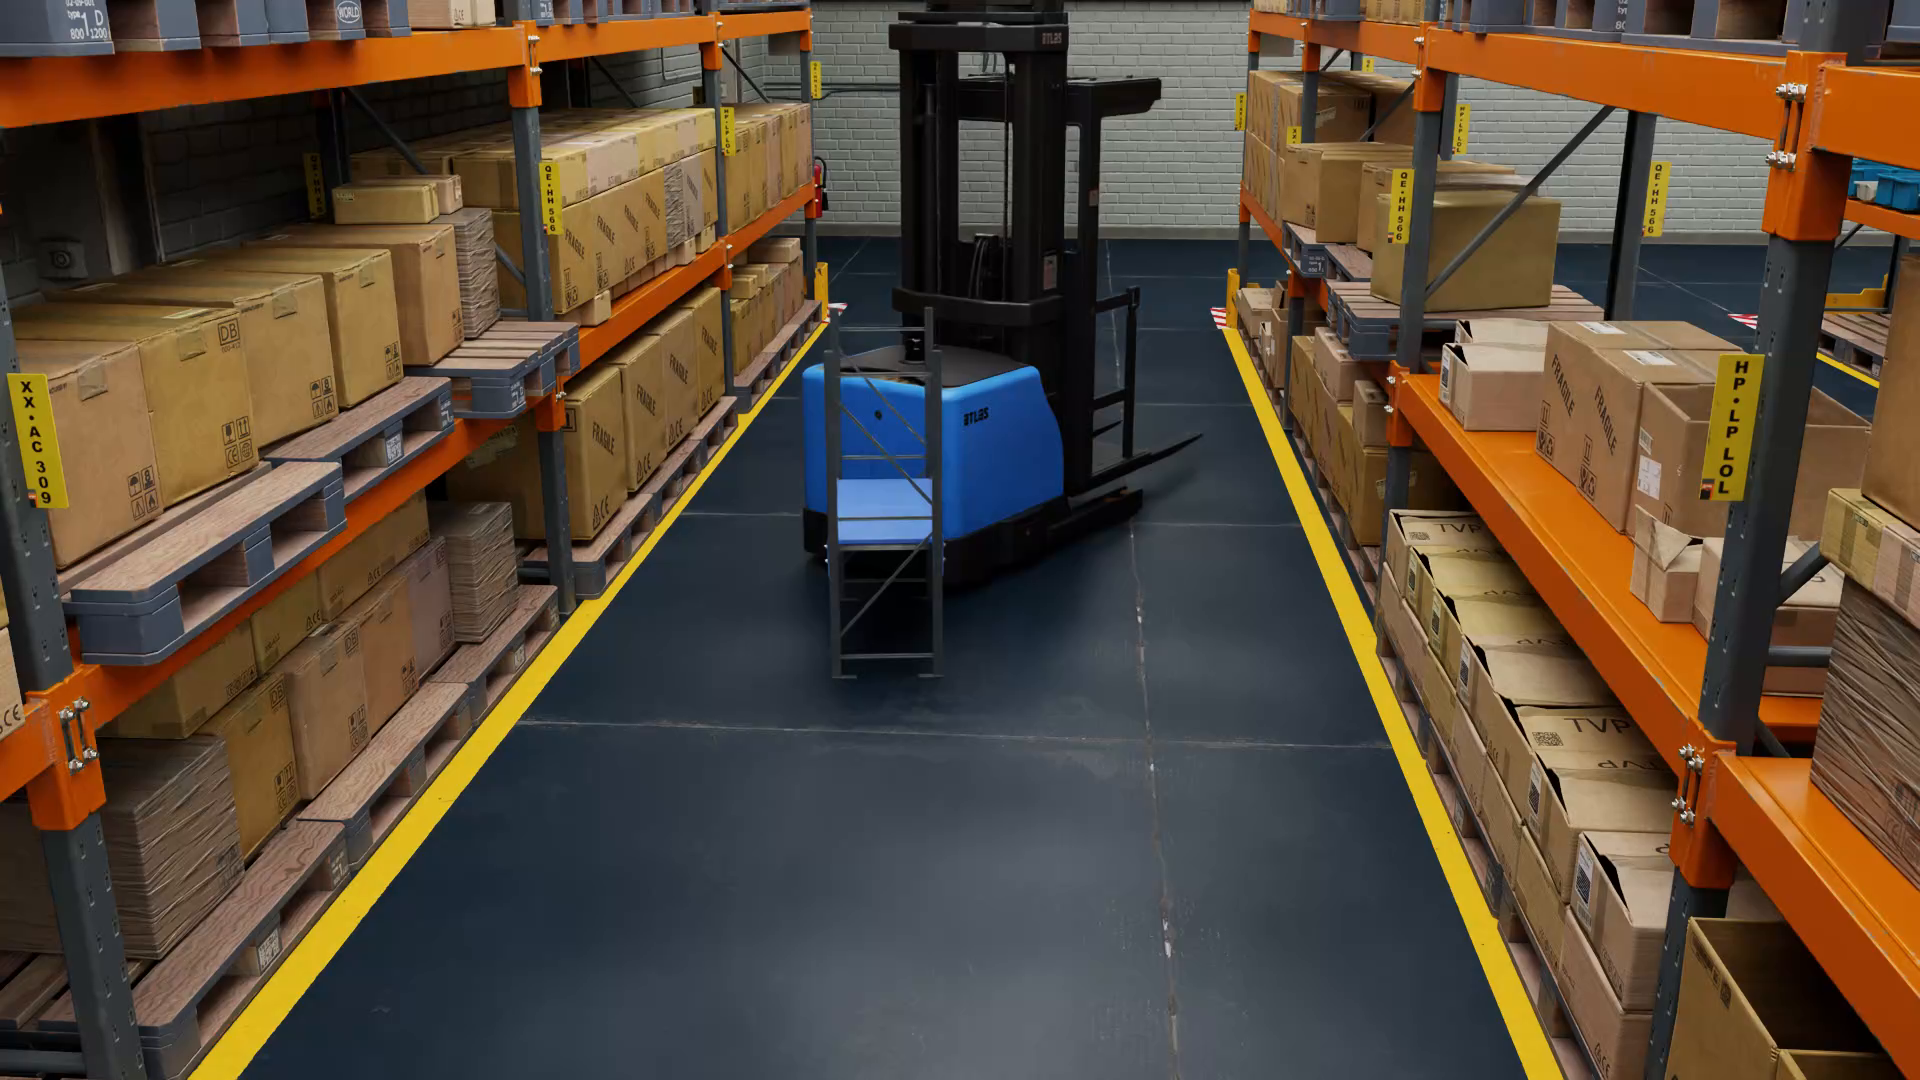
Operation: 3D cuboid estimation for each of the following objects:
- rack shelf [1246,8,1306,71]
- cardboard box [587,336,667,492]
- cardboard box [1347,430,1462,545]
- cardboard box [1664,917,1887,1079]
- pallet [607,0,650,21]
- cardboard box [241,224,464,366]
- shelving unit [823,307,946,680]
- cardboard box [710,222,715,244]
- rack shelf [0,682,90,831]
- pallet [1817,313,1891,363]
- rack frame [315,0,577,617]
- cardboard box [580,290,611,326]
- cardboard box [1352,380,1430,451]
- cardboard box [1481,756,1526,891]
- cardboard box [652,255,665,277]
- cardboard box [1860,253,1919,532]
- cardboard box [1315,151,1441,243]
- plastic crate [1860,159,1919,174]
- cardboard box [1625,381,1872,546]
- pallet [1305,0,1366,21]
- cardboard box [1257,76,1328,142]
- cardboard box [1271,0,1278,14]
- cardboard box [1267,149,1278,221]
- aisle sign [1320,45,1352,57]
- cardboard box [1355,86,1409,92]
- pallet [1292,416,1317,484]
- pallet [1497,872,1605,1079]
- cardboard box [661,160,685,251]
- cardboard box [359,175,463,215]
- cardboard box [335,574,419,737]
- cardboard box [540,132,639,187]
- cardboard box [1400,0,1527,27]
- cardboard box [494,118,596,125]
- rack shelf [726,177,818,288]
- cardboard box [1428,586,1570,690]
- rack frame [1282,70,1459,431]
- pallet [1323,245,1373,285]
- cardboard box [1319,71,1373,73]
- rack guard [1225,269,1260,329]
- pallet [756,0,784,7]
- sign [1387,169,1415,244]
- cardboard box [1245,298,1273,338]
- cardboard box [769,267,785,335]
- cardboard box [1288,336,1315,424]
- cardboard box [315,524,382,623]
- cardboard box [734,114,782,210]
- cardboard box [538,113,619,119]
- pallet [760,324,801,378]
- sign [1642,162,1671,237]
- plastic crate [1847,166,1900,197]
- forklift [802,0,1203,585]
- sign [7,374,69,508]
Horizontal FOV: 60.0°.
[{"bbox_3d":[2.939,-3.910,12.877,1.077,0.370,4.000,1,18,4],"label":"rack shelf"},{"bbox_3d":[-2.180,-0.748,9.666,0.750,0.750,0.750,1,18,4],"label":"cardboard box"},{"bbox_3d":[2.341,-0.280,8.768,0.500,0.500,0.500,2,18,6],"label":"cardboard box"},{"bbox_3d":[1.876,1.167,3.581,0.500,0.500,0.500,1,18,4],"label":"cardboard box"},{"bbox_3d":[-2.362,-2.957,9.115,1.003,0.211,1.213,2,18,6],"label":"pallet"},{"bbox_3d":[-2.470,-1.009,6.817,0.700,0.500,0.500,0,18,-1],"label":"cardboard box"},{"bbox_3d":[-0.354,-0.249,7.774,0.538,1.500,1.048,-1,18,-3],"label":"shelving unit"},{"bbox_3d":[-1.888,-2.094,11.366,0.380,0.149,0.250,1,18,4],"label":"cardboard box"},{"bbox_3d":[-2.863,1.133,2.304,1.077,0.370,4.000,1,18,4],"label":"rack shelf"},{"bbox_3d":[7.924,-1.756,14.442,1.003,0.211,1.213,1,18,4],"label":"pallet"},{"bbox_3d":[-2.433,-1.072,7.879,1.000,3.000,0.127,1,18,4],"label":"rack frame"},{"bbox_3d":[-2.048,-1.218,8.695,0.380,0.149,0.250,2,18,6],"label":"cardboard box"},{"bbox_3d":[2.341,-0.654,8.705,0.500,0.250,0.500,2,18,6],"label":"cardboard box"},{"bbox_3d":[2.036,0.935,5.493,0.500,0.250,0.500,2,18,5],"label":"cardboard box"},{"bbox_3d":[-2.023,-1.700,10.165,0.380,0.149,0.250,1,18,2],"label":"cardboard box"},{"bbox_3d":[2.196,-0.247,3.115,0.700,0.500,0.500,1,18,4],"label":"cardboard box"},{"bbox_3d":[2.552,-2.095,10.165,0.700,0.500,0.500,4,19,13],"label":"cardboard box"},{"bbox_3d":[8.185,-3.273,14.441,0.616,0.435,0.499,1,18,4],"label":"plastic crate"},{"bbox_3d":[2.331,-0.170,4.964,0.500,0.500,0.500,3,18,8],"label":"cardboard box"},{"bbox_3d":[2.607,-3.018,9.302,1.213,0.211,1.003,1,18,4],"label":"pallet"},{"bbox_3d":[2.716,-3.521,13.584,0.500,0.500,0.500,2,18,5],"label":"cardboard box"},{"bbox_3d":[2.679,-4.182,12.793,0.500,0.250,0.500,1,18,4],"label":"cardboard box"},{"bbox_3d":[2.645,-2.734,12.788,0.500,0.500,0.500,2,18,5],"label":"cardboard box"},{"bbox_3d":[3.392,-4.697,14.766,0.394,0.787,0.004,1,18,4],"label":"aisle sign"},{"bbox_3d":[3.146,-3.028,12.081,0.500,0.500,0.500,1,18,2],"label":"cardboard box"},{"bbox_3d":[2.775,-0.627,10.997,1.003,0.211,1.213,1,18,4],"label":"pallet"},{"bbox_3d":[2.236,1.375,4.888,1.003,0.211,1.213,1,18,4],"label":"pallet"},{"bbox_3d":[-1.999,-2.050,10.190,0.500,0.500,0.500,1,18,4],"label":"cardboard box"},{"bbox_3d":[-2.428,-1.529,7.364,0.380,0.149,0.250,-1,18,-3],"label":"cardboard box"},{"bbox_3d":[-2.593,0.444,6.560,0.700,0.500,0.500,1,18,4],"label":"cardboard box"},{"bbox_3d":[-2.073,-2.085,9.093,0.500,0.250,0.500,1,18,4],"label":"cardboard box"},{"bbox_3d":[2.506,-2.572,7.478,0.910,0.500,0.500,1,18,4],"label":"cardboard box"},{"bbox_3d":[-2.501,-2.414,10.098,0.500,0.250,0.500,1,18,2],"label":"cardboard box"},{"bbox_3d":[-2.003,-2.594,13.678,1.077,0.370,4.000,1,18,4],"label":"rack shelf"},{"bbox_3d":[2.110,0.355,6.362,0.500,0.311,0.500,1,18,2],"label":"cardboard box"},{"bbox_3d":[2.795,-2.205,11.336,1.000,3.000,0.127,1,18,4],"label":"rack frame"},{"bbox_3d":[2.643,-1.476,9.418,1.003,0.211,1.213,1,18,4],"label":"pallet"},{"bbox_3d":[3.324,-3.826,14.516,0.500,0.500,0.500,1,18,3],"label":"cardboard box"},{"bbox_3d":[3.076,-2.236,15.445,1.175,0.500,0.348,1,18,4],"label":"rack guard"},{"bbox_3d":[-1.987,-4.330,13.145,1.003,0.211,1.213,1,18,4],"label":"pallet"},{"bbox_3d":[1.966,-1.485,7.405,0.100,0.325,0.005,1,18,4],"label":"sign"},{"bbox_3d":[2.688,-1.877,14.043,0.500,0.250,0.500,1,18,4],"label":"cardboard box"},{"bbox_3d":[-1.881,-2.037,14.164,0.700,0.500,0.500,1,18,2],"label":"cardboard box"},{"bbox_3d":[2.517,-1.082,11.215,0.500,0.500,0.500,0,18,1],"label":"cardboard box"},{"bbox_3d":[-2.568,0.110,6.373,0.500,0.250,0.500,1,18,4],"label":"cardboard box"},{"bbox_3d":[-1.991,-3.078,13.518,0.980,0.700,0.700,0,18,1],"label":"cardboard box"},{"bbox_3d":[-2.470,-2.570,10.574,0.500,0.250,0.500,1,18,5],"label":"cardboard box"},{"bbox_3d":[-1.929,-1.604,13.979,1.003,0.211,1.213,1,18,4],"label":"pallet"},{"bbox_3d":[3.062,-1.502,7.330,0.100,0.325,0.005,1,18,4],"label":"sign"},{"bbox_3d":[7.629,-3.011,13.968,0.416,0.233,0.300,1,18,4],"label":"plastic crate"},{"bbox_3d":[0.426,-1.559,9.475,1.130,2.935,3.031,13,22,34],"label":"forklift"},{"bbox_3d":[-2.178,-0.232,3.923,0.100,0.325,0.005,1,18,4],"label":"sign"}]
